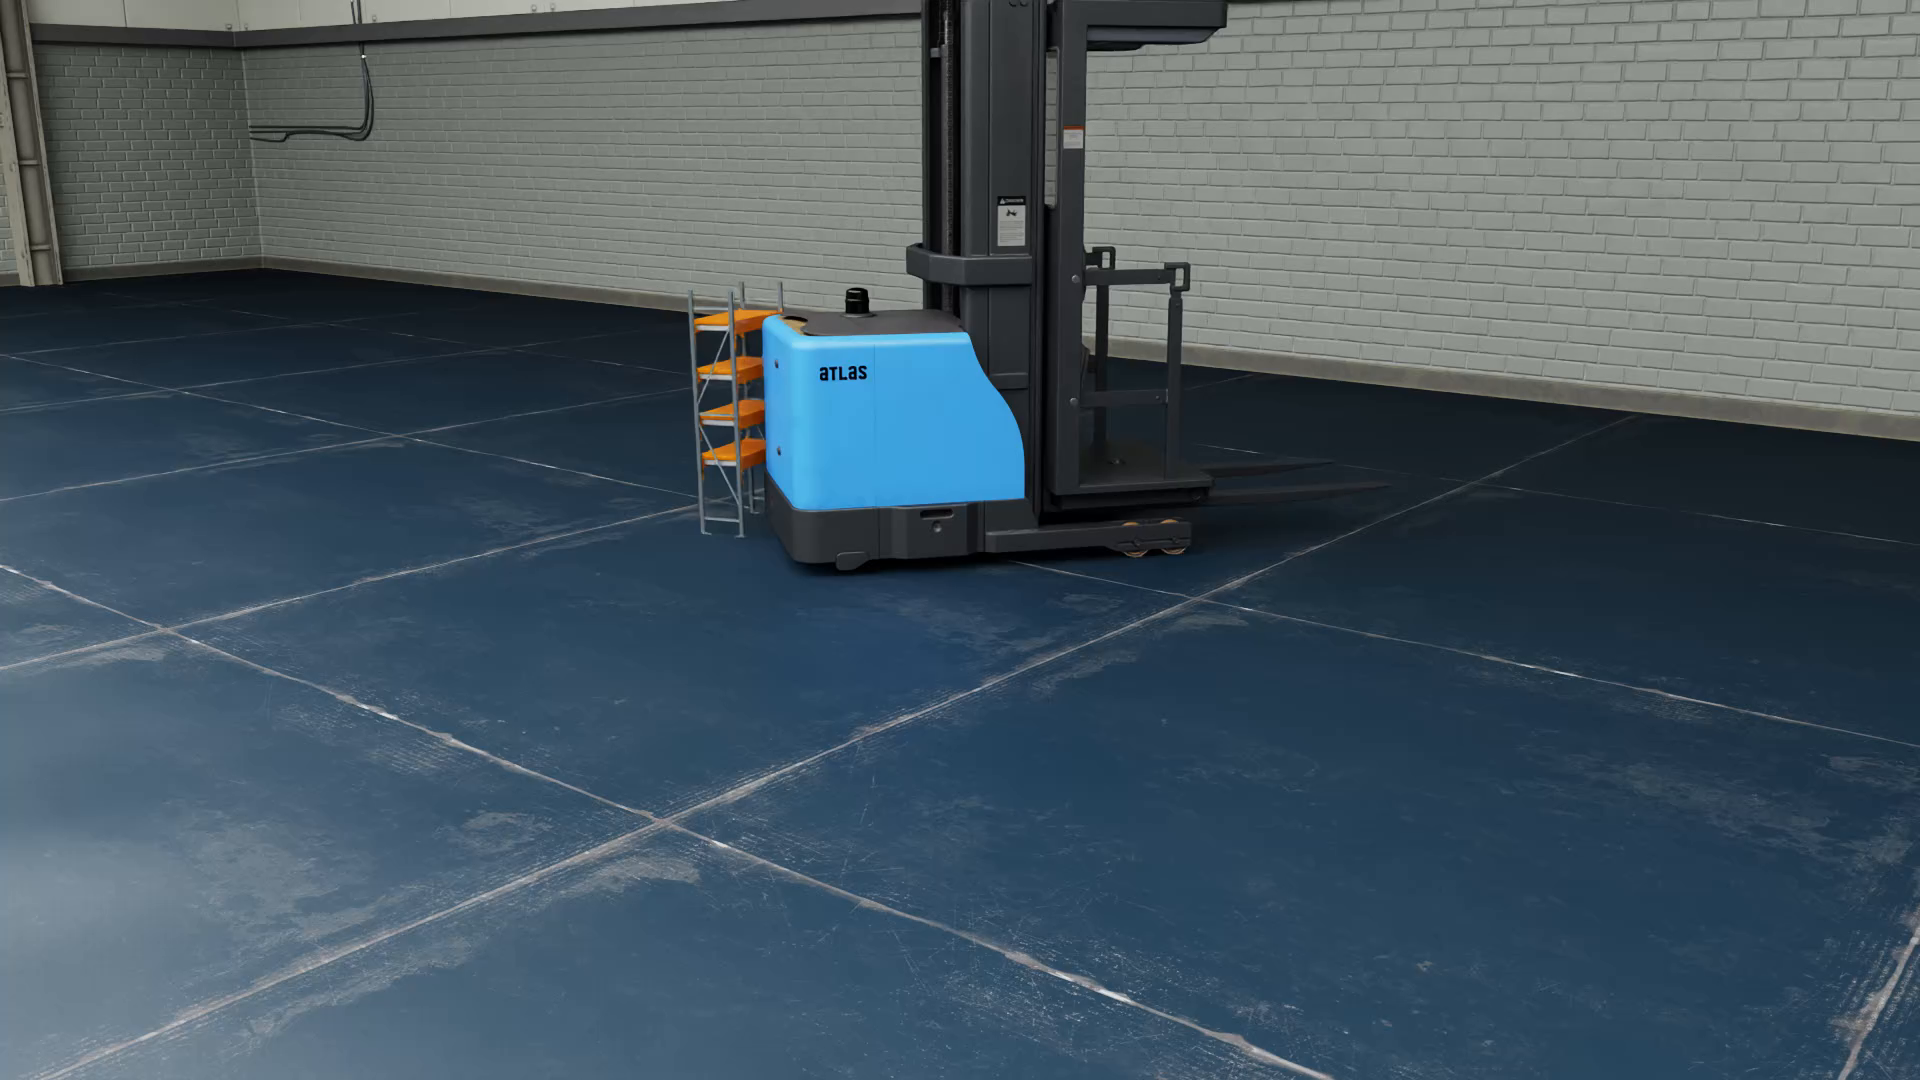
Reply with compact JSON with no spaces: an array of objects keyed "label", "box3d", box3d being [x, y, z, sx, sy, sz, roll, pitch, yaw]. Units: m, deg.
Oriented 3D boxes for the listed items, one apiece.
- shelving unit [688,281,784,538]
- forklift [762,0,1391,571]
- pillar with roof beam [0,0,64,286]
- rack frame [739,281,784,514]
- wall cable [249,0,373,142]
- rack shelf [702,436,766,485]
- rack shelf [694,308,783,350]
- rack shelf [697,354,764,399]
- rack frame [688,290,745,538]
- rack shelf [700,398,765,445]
[{"label":"shelving unit","box3d":[-1.084,-0.659,8.270,0.258,1.200,0.503,5,15,22]},{"label":"forklift","box3d":[0.603,-1.460,7.916,3.031,2.935,1.130,-4,15,-14]},{"label":"pillar with roof beam","box3d":[-8.002,-6.853,16.824,9.100,9.000,0.400,11,18,38]},{"label":"rack frame","box3d":[-0.991,-0.715,8.488,0.240,1.200,0.015,5,15,22]},{"label":"wall cable","box3d":[-8.471,-6.374,21.244,3.097,2.526,0.112,11,18,38]},{"label":"rack shelf","box3d":[-1.080,-0.401,8.333,0.258,0.148,0.480,5,15,22]},{"label":"rack shelf","box3d":[-1.091,-1.041,8.176,0.258,0.148,0.480,5,15,22]},{"label":"rack shelf","box3d":[-1.087,-0.811,8.232,0.258,0.148,0.480,5,15,22]},{"label":"rack frame","box3d":[-1.178,-0.604,8.051,0.240,1.200,0.015,5,15,22]},{"label":"rack shelf","box3d":[-1.083,-0.594,8.286,0.258,0.148,0.480,5,15,22]}]
